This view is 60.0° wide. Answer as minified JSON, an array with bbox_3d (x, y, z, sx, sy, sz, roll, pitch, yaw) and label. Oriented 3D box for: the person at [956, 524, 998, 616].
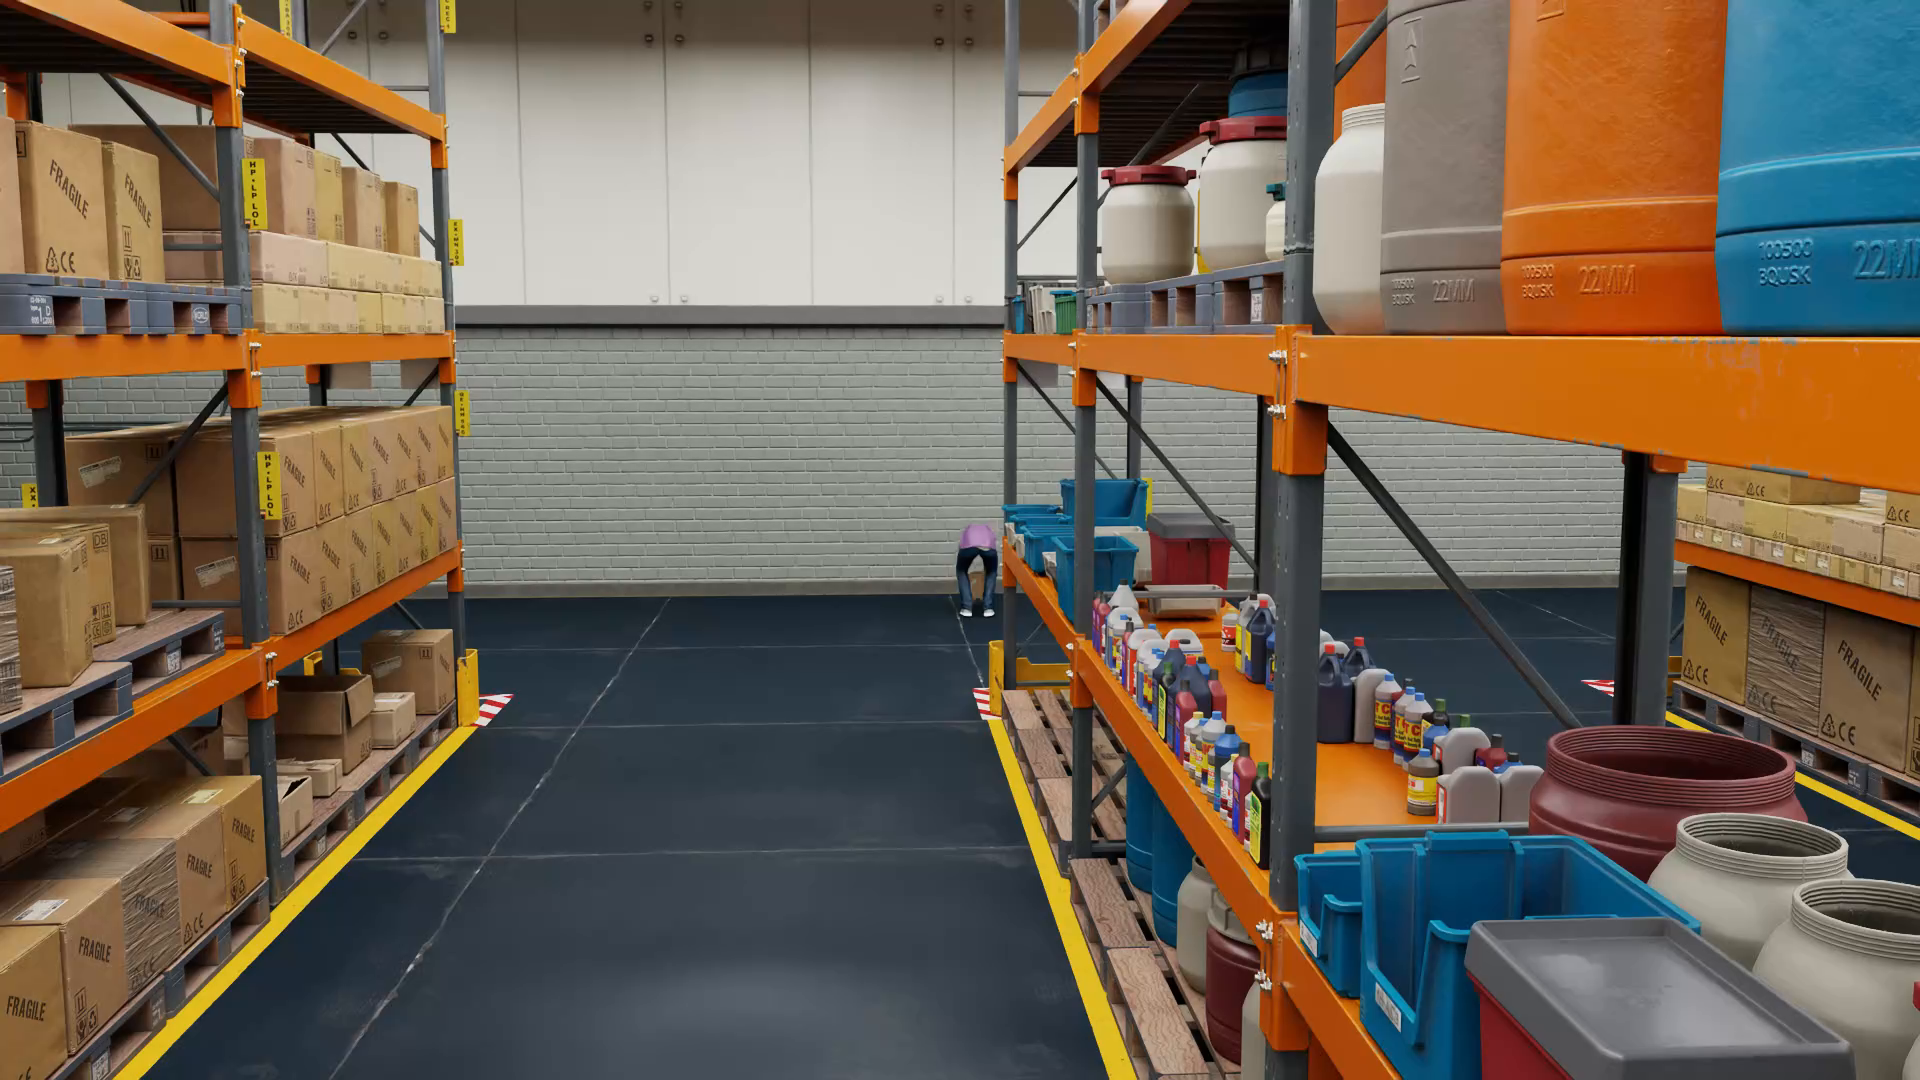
[{"bbox_3d":[0.165,0.283,16.760,0.416,0.923,0.860,0,7,-3],"label":"person"}]
